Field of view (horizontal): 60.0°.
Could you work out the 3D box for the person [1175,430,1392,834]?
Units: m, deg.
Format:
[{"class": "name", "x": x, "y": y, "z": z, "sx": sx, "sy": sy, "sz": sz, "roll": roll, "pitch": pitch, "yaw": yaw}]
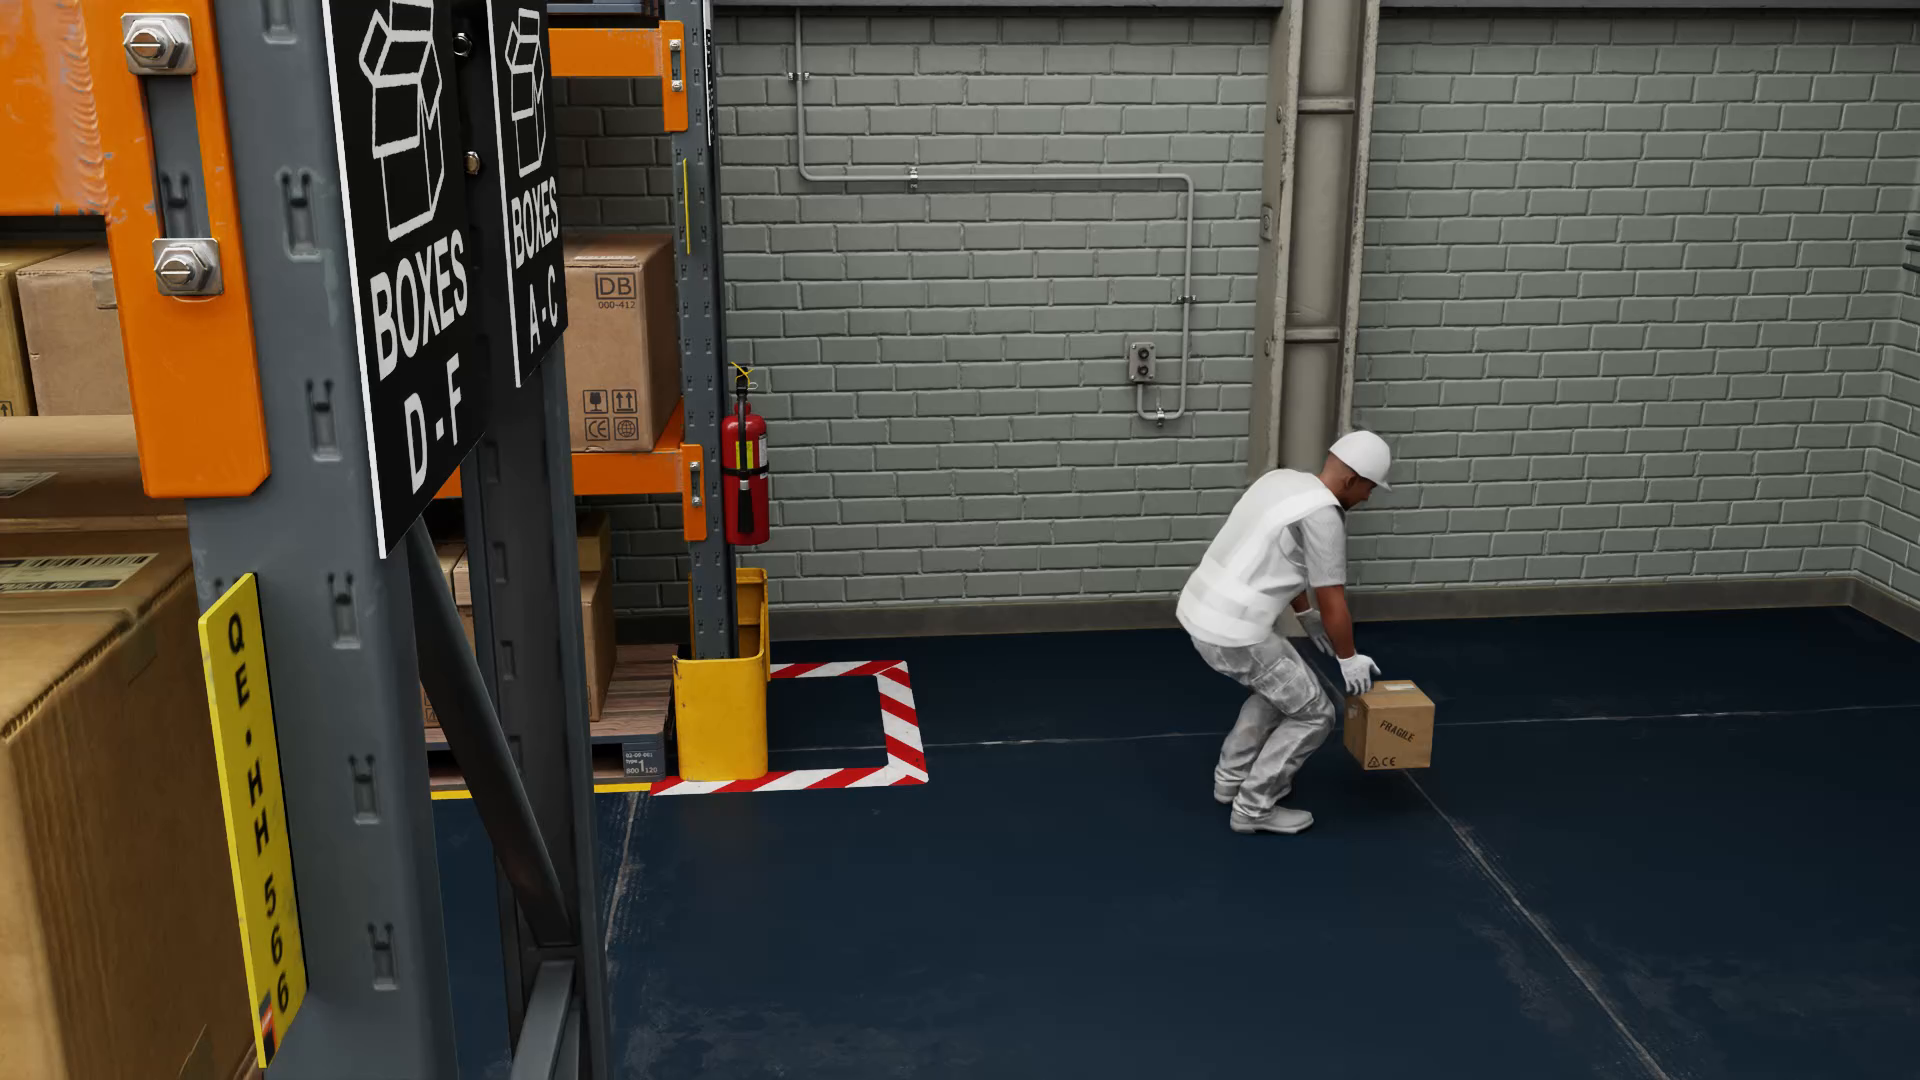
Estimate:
[{"class": "person", "x": 1.166, "y": 0.312, "z": 6.056, "sx": 0.755, "sy": 1.441, "sz": 0.612, "roll": -2, "pitch": 17, "yaw": -5}]
